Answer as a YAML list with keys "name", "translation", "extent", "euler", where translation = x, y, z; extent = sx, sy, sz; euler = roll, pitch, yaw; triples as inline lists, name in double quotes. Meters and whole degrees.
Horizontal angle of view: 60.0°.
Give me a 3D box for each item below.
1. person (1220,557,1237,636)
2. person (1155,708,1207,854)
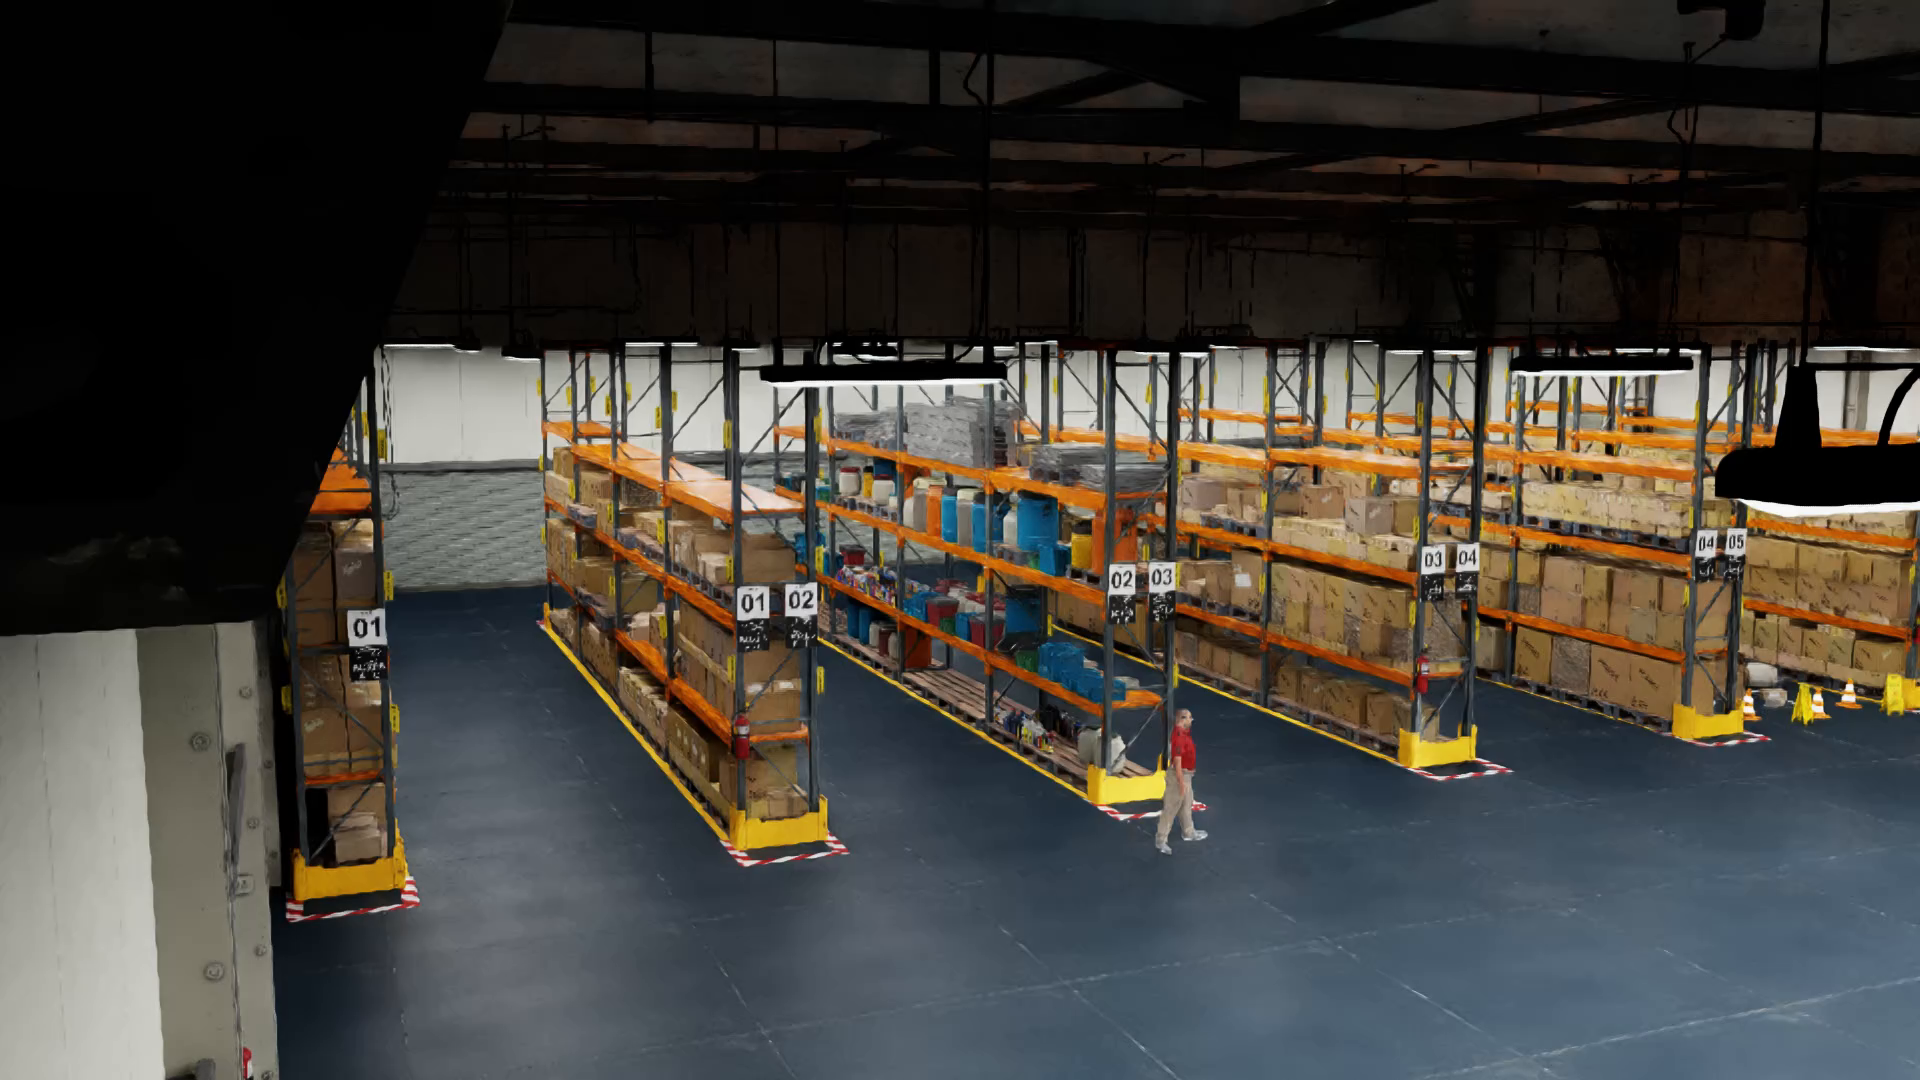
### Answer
- name: "person"
  translation: [5.295, 1.173, 33.259]
  extent: [0.545, 1.664, 0.575]
  euler: [1, 8, 9]
- name: "person"
  translation: [2.677, 2.863, 20.102]
  extent: [0.582, 1.719, 0.772]
  euler: [2, 8, 14]
